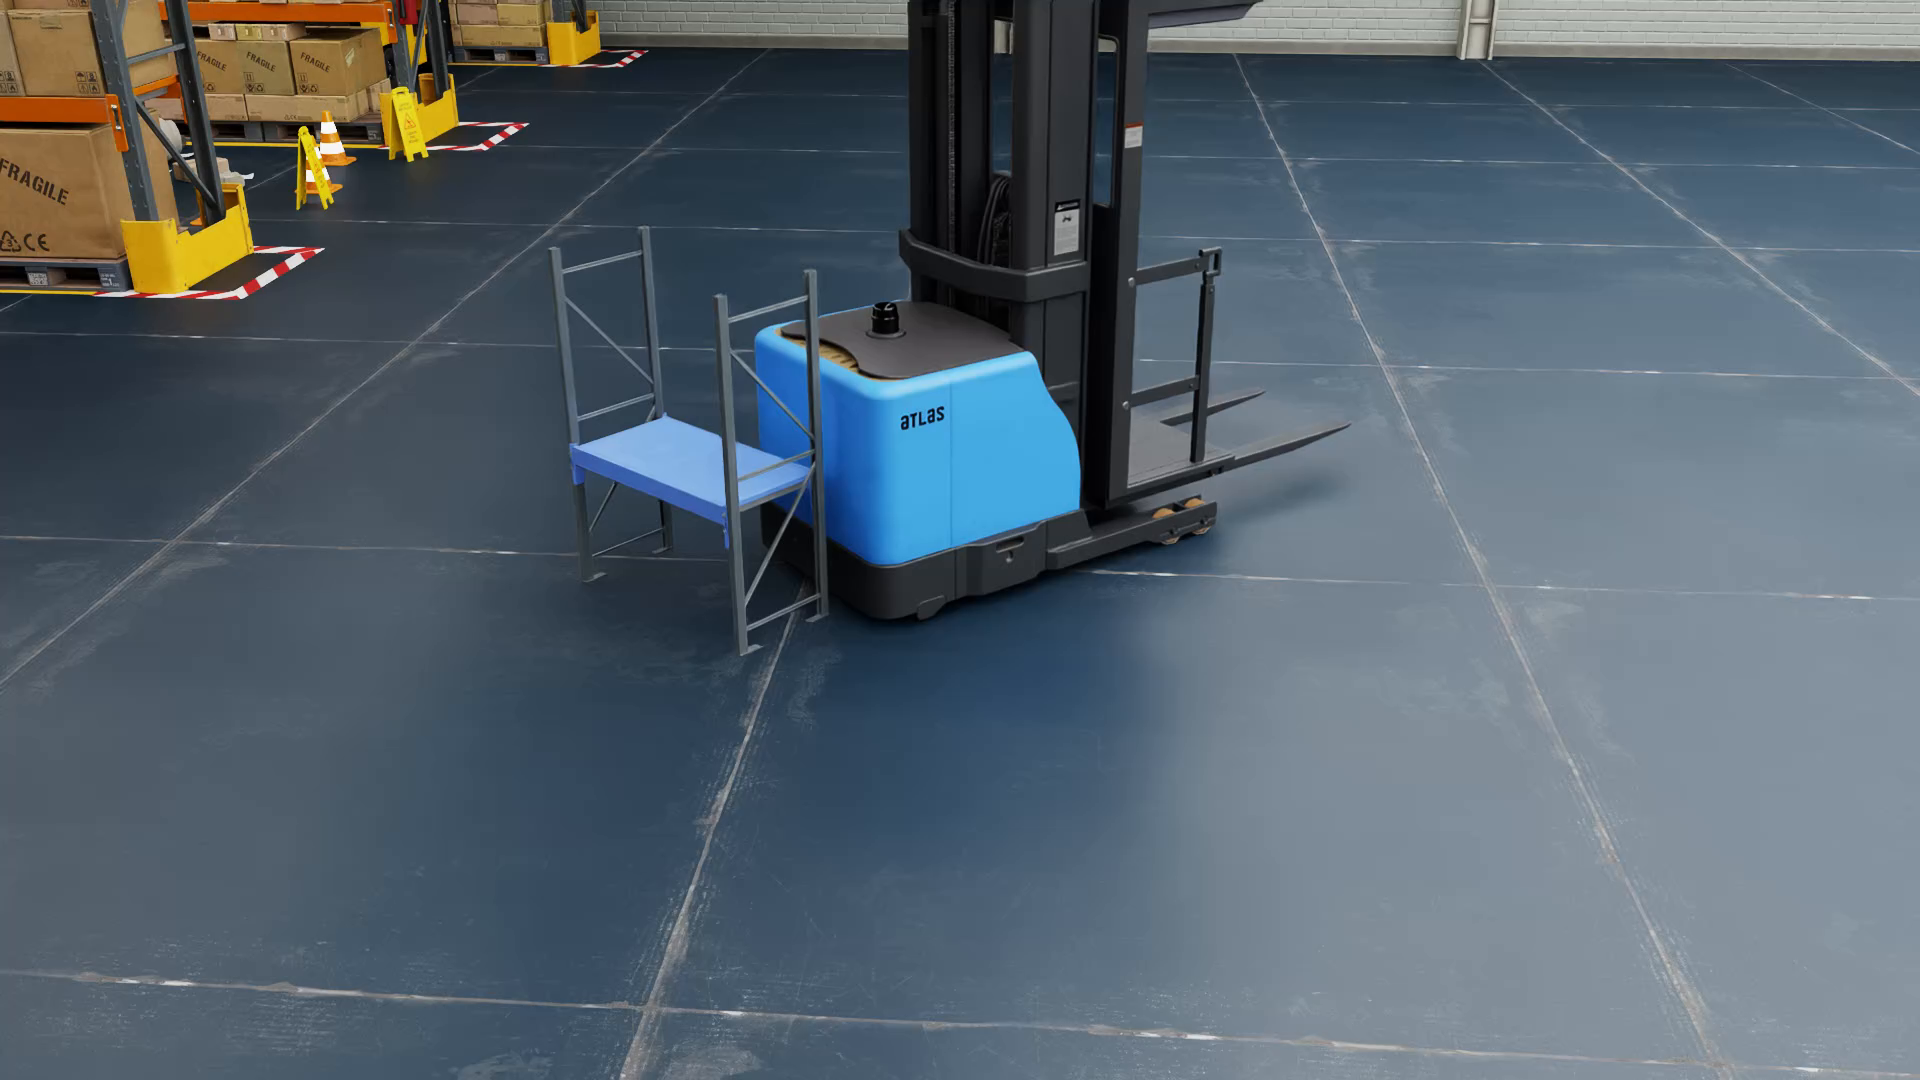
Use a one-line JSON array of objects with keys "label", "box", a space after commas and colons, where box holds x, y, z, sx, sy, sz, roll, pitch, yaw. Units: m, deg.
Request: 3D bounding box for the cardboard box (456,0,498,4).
[{"label": "cardboard box", "box": [-5.851, -6.730, 20.379, 0.500, 0.250, 0.500, 2, 25, 5]}]

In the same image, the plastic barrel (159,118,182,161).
[{"label": "plastic barrel", "box": [-7.410, -3.632, 15.136, 0.421, 0.421, 0.512, 22, 33, 39]}]

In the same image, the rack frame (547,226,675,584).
[{"label": "rack frame", "box": [-1.493, -0.571, 7.196, 0.032, 1.500, 0.500, 20, 32, 37]}]

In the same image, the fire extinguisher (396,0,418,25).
[{"label": "fire extinguisher", "box": [-5.156, -5.136, 15.416, 0.183, 0.674, 0.296, 2, 25, 4]}]

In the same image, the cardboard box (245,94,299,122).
[{"label": "cardboard box", "box": [-6.577, -4.242, 16.168, 0.500, 0.250, 0.500, 2, 25, 4]}]

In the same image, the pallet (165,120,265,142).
[{"label": "pallet", "box": [-7.331, -4.183, 16.589, 1.213, 0.211, 1.003, 2, 25, 4]}]

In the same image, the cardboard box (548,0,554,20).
[{"label": "cardboard box", "box": [-5.312, -6.706, 20.925, 0.500, 0.250, 0.500, 2, 25, 5]}]

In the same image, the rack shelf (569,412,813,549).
[{"label": "rack shelf", "box": [-1.113, -0.266, 6.965, 1.000, 0.185, 0.538, 20, 32, 37]}]

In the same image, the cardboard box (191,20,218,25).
[{"label": "cardboard box", "box": [-9.368, -6.688, 21.034, 0.625, 0.625, 0.875, 3, 25, 6]}]

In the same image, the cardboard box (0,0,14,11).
[{"label": "cardboard box", "box": [-6.436, -3.866, 11.093, 0.550, 0.550, 0.875, 2, 25, 4]}]

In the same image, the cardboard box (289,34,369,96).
[{"label": "cardboard box", "box": [-6.054, -4.566, 15.975, 0.500, 0.500, 0.500, 2, 25, 4]}]

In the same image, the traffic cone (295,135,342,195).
[{"label": "traffic cone", "box": [-5.508, -3.217, 14.188, 0.334, 0.463, 0.336, 2, 25, 4]}]

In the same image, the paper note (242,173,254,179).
[{"label": "paper note", "box": [-6.330, -3.219, 14.708, 0.142, 0.019, 0.148, -7, 26, -14]}]

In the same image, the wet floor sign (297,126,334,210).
[{"label": "wet floor sign", "box": [-5.333, -3.055, 13.618, 0.232, 0.644, 0.267, -2, 25, -5]}]

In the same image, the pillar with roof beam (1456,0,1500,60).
[{"label": "pillar with roof beam", "box": [6.151, -8.381, 15.198, 0.400, 9.000, 9.100, 2, 25, 4]}]

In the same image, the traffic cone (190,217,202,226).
[{"label": "traffic cone", "box": [-5.934, -2.757, 13.188, 0.334, 0.463, 0.336, 2, 25, 4]}]

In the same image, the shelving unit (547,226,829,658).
[{"label": "shelving unit", "box": [-1.113, -0.430, 6.890, 1.048, 1.500, 0.538, 20, 32, 37]}]

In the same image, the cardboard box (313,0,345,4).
[{"label": "cardboard box", "box": [-5.885, -5.137, 15.627, 0.250, 0.149, 0.380, 2, 25, 3]}]

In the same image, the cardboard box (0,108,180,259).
[{"label": "cardboard box", "box": [-6.194, -2.520, 11.678, 0.875, 0.875, 0.875, 2, 25, 4]}]

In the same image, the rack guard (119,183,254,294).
[{"label": "rack guard", "box": [-5.489, -2.164, 11.855, 0.348, 0.500, 1.175, 2, 25, 4]}]

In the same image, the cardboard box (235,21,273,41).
[{"label": "cardboard box", "box": [-6.675, -4.854, 15.824, 0.250, 0.149, 0.380, 2, 25, 5]}]

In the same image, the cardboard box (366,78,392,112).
[{"label": "cardboard box", "box": [-6.018, -4.450, 16.619, 0.500, 0.250, 0.500, 2, 25, 4]}]

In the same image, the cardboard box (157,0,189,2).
[{"label": "cardboard box", "box": [-7.406, -5.196, 15.754, 0.250, 0.149, 0.380, 2, 25, 4]}]

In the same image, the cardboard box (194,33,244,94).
[{"label": "cardboard box", "box": [-7.077, -4.600, 16.049, 0.500, 0.500, 0.500, 1, 25, 3]}]

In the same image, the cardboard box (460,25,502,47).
[{"label": "cardboard box", "box": [-5.846, -6.281, 20.598, 0.500, 0.250, 0.500, 2, 25, 4]}]

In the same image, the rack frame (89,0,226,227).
[{"label": "rack frame", "box": [-5.513, -3.300, 11.334, 0.127, 3.000, 1.000, 2, 25, 4]}]

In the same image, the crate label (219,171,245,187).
[{"label": "crate label", "box": [-6.297, -3.068, 14.254, 0.298, 0.136, 0.250, -11, 27, -23]}]

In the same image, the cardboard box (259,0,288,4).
[{"label": "cardboard box", "box": [-6.398, -5.150, 15.655, 0.250, 0.149, 0.380, 2, 25, 5]}]

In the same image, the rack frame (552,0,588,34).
[{"label": "rack frame", "box": [-4.859, -7.436, 20.321, 0.127, 3.000, 1.000, 2, 25, 4]}]

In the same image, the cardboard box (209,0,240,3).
[{"label": "cardboard box", "box": [-6.905, -5.187, 15.735, 0.250, 0.149, 0.380, 2, 25, 3]}]

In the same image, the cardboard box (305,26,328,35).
[{"label": "cardboard box", "box": [-6.563, -4.806, 16.495, 0.500, 0.500, 0.500, 1, 25, 2]}]

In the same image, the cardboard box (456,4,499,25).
[{"label": "cardboard box", "box": [-5.867, -6.510, 20.499, 0.500, 0.250, 0.500, 2, 25, 3]}]

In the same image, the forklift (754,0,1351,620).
[{"label": "forklift", "box": [0.589, -1.470, 7.438, 3.031, 2.935, 1.130, -17, 30, -32]}]

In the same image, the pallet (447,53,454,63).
[{"label": "pallet", "box": [-6.837, -6.216, 21.007, 1.213, 0.211, 1.003, 2, 25, 4]}]

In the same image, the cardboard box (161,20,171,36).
[{"label": "cardboard box", "box": [-7.754, -4.888, 15.899, 0.250, 0.149, 0.380, 3, 25, 7]}]

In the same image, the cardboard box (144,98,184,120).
[{"label": "cardboard box", "box": [-7.593, -4.277, 16.243, 0.500, 0.250, 0.500, 2, 25, 3]}]

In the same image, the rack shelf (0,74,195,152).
[{"label": "rack shelf", "box": [-7.507, -3.038, 11.624, 4.000, 0.370, 1.077, 2, 25, 4]}]

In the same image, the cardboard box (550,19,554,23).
[{"label": "cardboard box", "box": [-5.333, -6.475, 21.020, 0.500, 0.250, 0.500, 2, 25, 4]}]

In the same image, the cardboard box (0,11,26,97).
[{"label": "cardboard box", "box": [-6.437, -3.370, 11.306, 0.550, 0.550, 0.875, 2, 25, 4]}]
